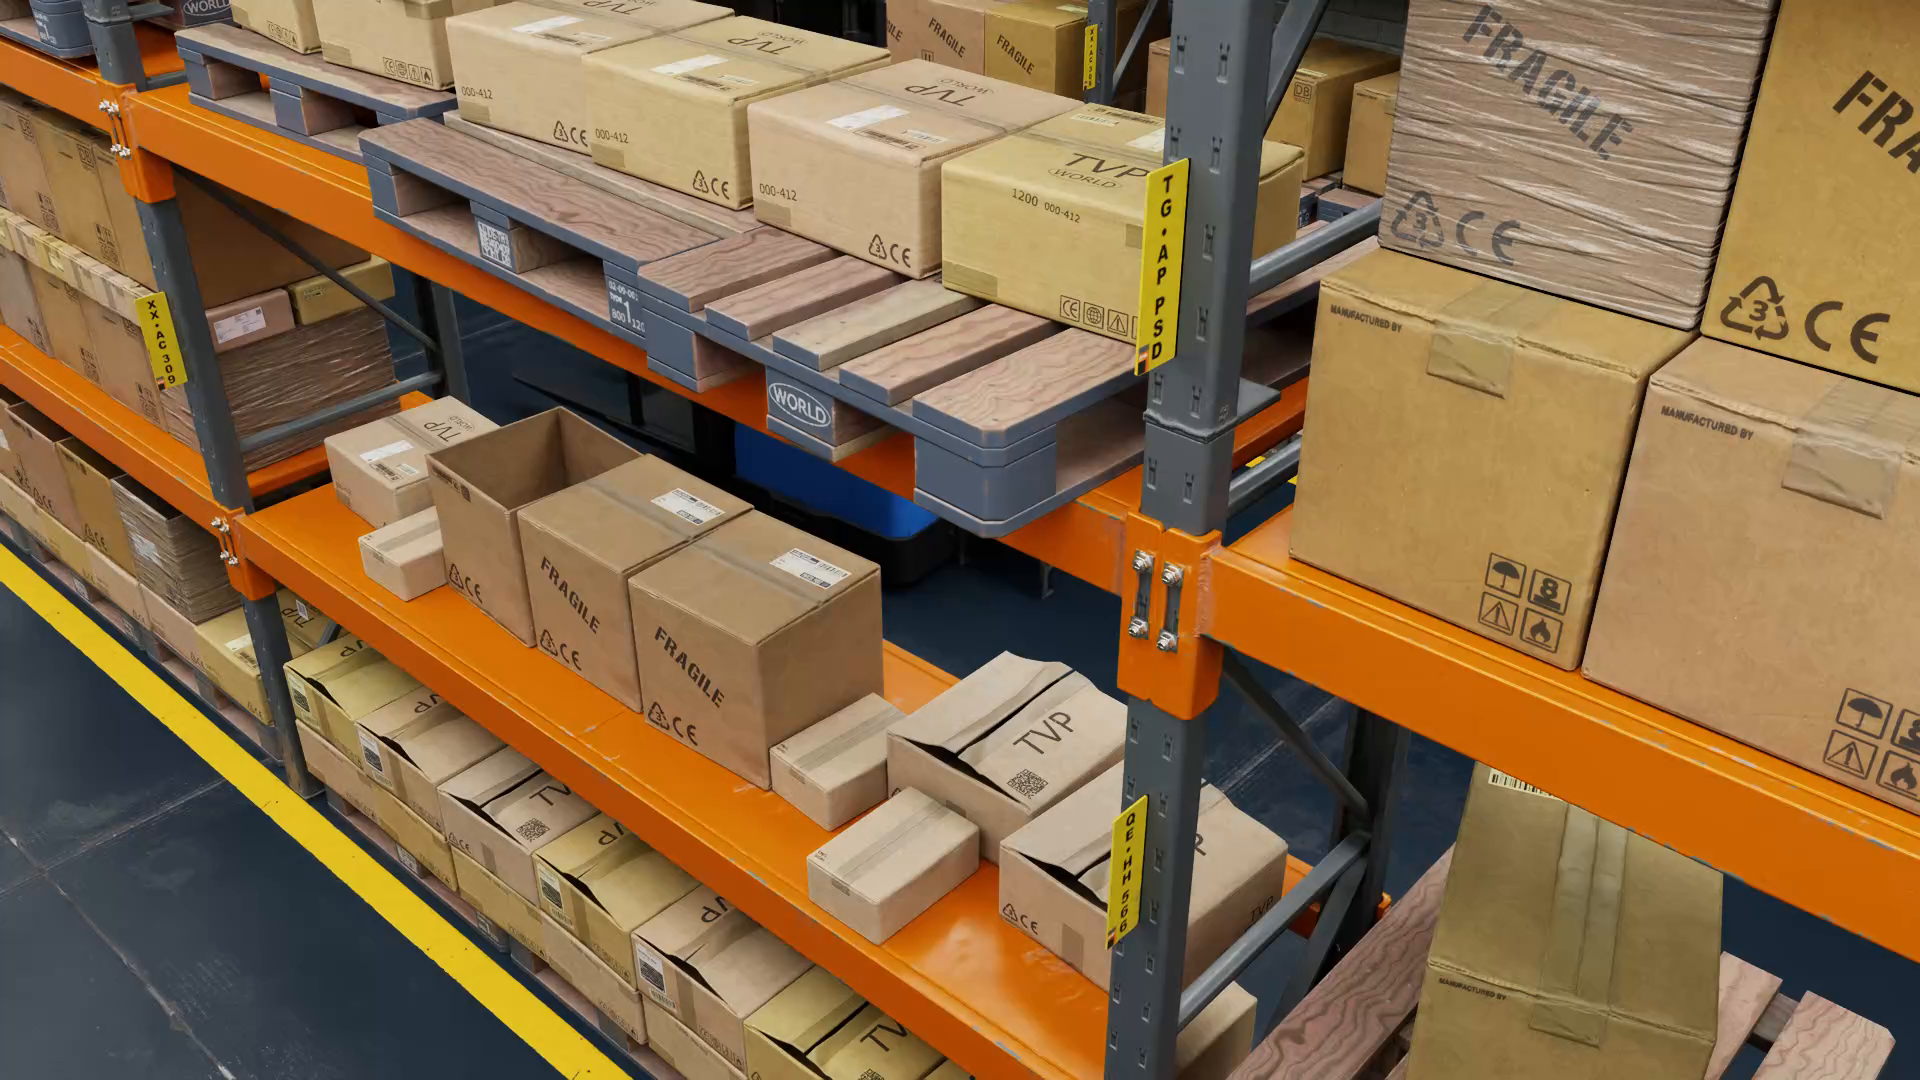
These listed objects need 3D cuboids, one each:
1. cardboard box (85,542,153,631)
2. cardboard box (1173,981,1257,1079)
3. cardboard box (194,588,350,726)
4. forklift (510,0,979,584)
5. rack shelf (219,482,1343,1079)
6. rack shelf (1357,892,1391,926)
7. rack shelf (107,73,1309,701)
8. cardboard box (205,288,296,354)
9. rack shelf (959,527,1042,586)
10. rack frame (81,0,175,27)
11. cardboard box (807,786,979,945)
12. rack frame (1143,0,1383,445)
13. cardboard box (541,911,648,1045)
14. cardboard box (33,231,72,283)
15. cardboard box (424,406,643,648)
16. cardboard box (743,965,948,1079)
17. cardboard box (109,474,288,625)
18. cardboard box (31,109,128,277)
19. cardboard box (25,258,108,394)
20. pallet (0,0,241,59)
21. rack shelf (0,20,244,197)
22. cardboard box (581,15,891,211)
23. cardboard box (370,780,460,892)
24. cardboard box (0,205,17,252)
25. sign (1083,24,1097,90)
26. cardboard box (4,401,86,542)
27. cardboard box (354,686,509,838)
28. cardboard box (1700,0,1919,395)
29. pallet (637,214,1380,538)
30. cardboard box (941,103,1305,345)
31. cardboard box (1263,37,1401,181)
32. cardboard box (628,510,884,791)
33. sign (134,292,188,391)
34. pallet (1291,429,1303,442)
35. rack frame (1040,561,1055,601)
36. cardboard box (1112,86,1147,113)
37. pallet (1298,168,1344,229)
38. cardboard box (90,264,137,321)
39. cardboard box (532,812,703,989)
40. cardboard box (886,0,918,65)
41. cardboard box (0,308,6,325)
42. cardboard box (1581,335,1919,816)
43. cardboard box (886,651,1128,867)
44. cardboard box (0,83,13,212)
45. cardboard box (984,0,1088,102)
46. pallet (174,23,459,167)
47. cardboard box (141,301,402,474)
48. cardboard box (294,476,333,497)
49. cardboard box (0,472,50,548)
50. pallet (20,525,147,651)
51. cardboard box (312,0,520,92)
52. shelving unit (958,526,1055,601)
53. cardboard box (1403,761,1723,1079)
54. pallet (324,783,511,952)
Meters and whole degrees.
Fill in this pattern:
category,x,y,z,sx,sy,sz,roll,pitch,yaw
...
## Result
category,x,y,z,sx,sy,sz,roll,pitch,yaw
cardboard box,-3.515,0.111,7.417,0.500,0.250,0.500,25,39,35
cardboard box,0.495,1.382,4.761,0.500,0.311,0.500,27,40,37
cardboard box,-2.770,0.455,6.845,0.500,0.250,0.500,25,39,35
forklift,-1.141,-1.659,8.165,3.031,2.935,1.130,22,37,32
rack shelf,-0.797,0.534,5.152,4.000,0.370,1.077,25,39,35
rack shelf,2.169,1.918,2.853,4.000,0.370,1.077,25,39,35
rack shelf,-0.797,-0.751,4.379,4.000,0.370,1.077,25,39,35
cardboard box,-2.625,-0.799,5.944,0.250,0.149,0.380,25,39,35
rack shelf,0.312,-0.165,7.872,0.480,0.518,0.431,22,37,32
rack frame,-2.280,-3.037,4.569,0.127,3.000,1.000,25,39,35
cardboard box,-0.166,0.820,4.223,0.250,0.149,0.380,25,39,35
rack frame,0.686,-1.652,2.270,0.127,3.000,1.000,25,39,35
cardboard box,-1.006,1.298,5.444,0.500,0.250,0.500,26,40,36
cardboard box,-3.378,-1.152,6.530,0.250,0.149,0.380,25,39,35
cardboard box,-1.331,-0.055,5.336,0.500,0.500,0.500,-26,40,-36
cardboard box,-0.257,1.411,4.712,0.500,0.311,0.500,24,39,34
cardboard box,-3.133,-0.044,6.946,0.500,0.500,0.500,25,39,35
cardboard box,-2.988,-1.391,6.297,0.500,0.500,0.700,25,39,35
cardboard box,-3.378,-1.016,6.932,0.500,0.500,0.700,26,39,36
pallet,-2.929,-1.999,5.840,1.213,0.211,1.003,25,39,35
rack shelf,-3.763,-2.135,6.678,4.000,0.370,1.077,25,39,35
cardboard box,-0.505,-0.995,3.825,0.500,0.250,0.500,24,39,34
cardboard box,-1.769,0.943,6.033,0.500,0.250,0.500,26,40,36
cardboard box,-3.764,-1.330,6.825,0.250,0.149,0.380,27,40,37
sign,0.683,-2.523,8.693,0.005,0.325,0.100,25,39,35
cardboard box,-3.887,-0.383,7.510,0.500,0.500,0.500,25,39,35
cardboard box,-1.773,0.705,5.886,0.500,0.311,0.500,25,39,35
cardboard box,1.383,-0.508,2.212,0.500,0.500,0.500,25,39,35
pallet,0.123,-0.487,3.425,1.003,0.211,1.213,27,40,37
cardboard box,0.312,-0.618,3.199,0.500,0.250,0.500,22,37,32
cardboard box,1.806,-2.208,8.486,0.700,0.500,0.500,-25,39,-35
cardboard box,-0.569,0.301,4.745,0.500,0.500,0.500,23,38,33
sign,-2.651,-0.658,5.519,0.005,0.325,0.100,25,39,35
pallet,2.529,-0.476,8.836,1.213,0.211,1.003,25,39,35
rack frame,0.504,-0.699,7.376,0.015,2.100,0.400,22,37,32
cardboard box,0.837,-2.551,9.705,0.500,0.250,0.500,26,39,36
pallet,1.511,-1.960,8.783,1.213,0.211,1.003,25,39,35
cardboard box,-3.003,-0.975,6.236,0.250,0.149,0.380,24,38,34
cardboard box,-1.000,1.061,5.294,0.500,0.311,0.500,26,40,36
cardboard box,-0.256,-3.022,9.760,0.500,0.500,0.500,24,38,34
cardboard box,-4.151,-1.373,7.526,0.500,0.500,0.700,25,39,35
cardboard box,1.410,-0.095,2.495,0.500,0.500,0.910,25,39,35
cardboard box,0.153,0.573,4.477,0.500,0.311,0.500,25,39,35
cardboard box,-3.729,-1.737,6.873,0.500,0.500,0.700,25,39,35
cardboard box,0.484,-2.673,9.181,0.500,0.500,0.500,25,39,35
pallet,-1.617,-1.369,4.893,1.217,0.209,0.805,23,38,33
cardboard box,-2.613,-0.660,6.342,0.500,0.500,0.700,24,38,34
cardboard box,-2.413,-0.070,6.989,0.500,0.500,0.500,25,39,35
cardboard box,-4.253,-0.237,7.994,0.500,0.250,0.500,25,39,35
pallet,-3.750,0.015,8.021,1.213,0.211,1.003,25,39,35
cardboard box,-1.420,-1.461,4.599,0.500,0.250,0.500,21,37,31
shelving unit,0.312,-0.777,7.504,0.503,2.100,0.431,22,37,32
cardboard box,1.229,0.870,3.392,0.500,0.500,0.700,12,33,19
pallet,-1.707,0.968,6.437,1.213,0.211,1.003,25,39,35
